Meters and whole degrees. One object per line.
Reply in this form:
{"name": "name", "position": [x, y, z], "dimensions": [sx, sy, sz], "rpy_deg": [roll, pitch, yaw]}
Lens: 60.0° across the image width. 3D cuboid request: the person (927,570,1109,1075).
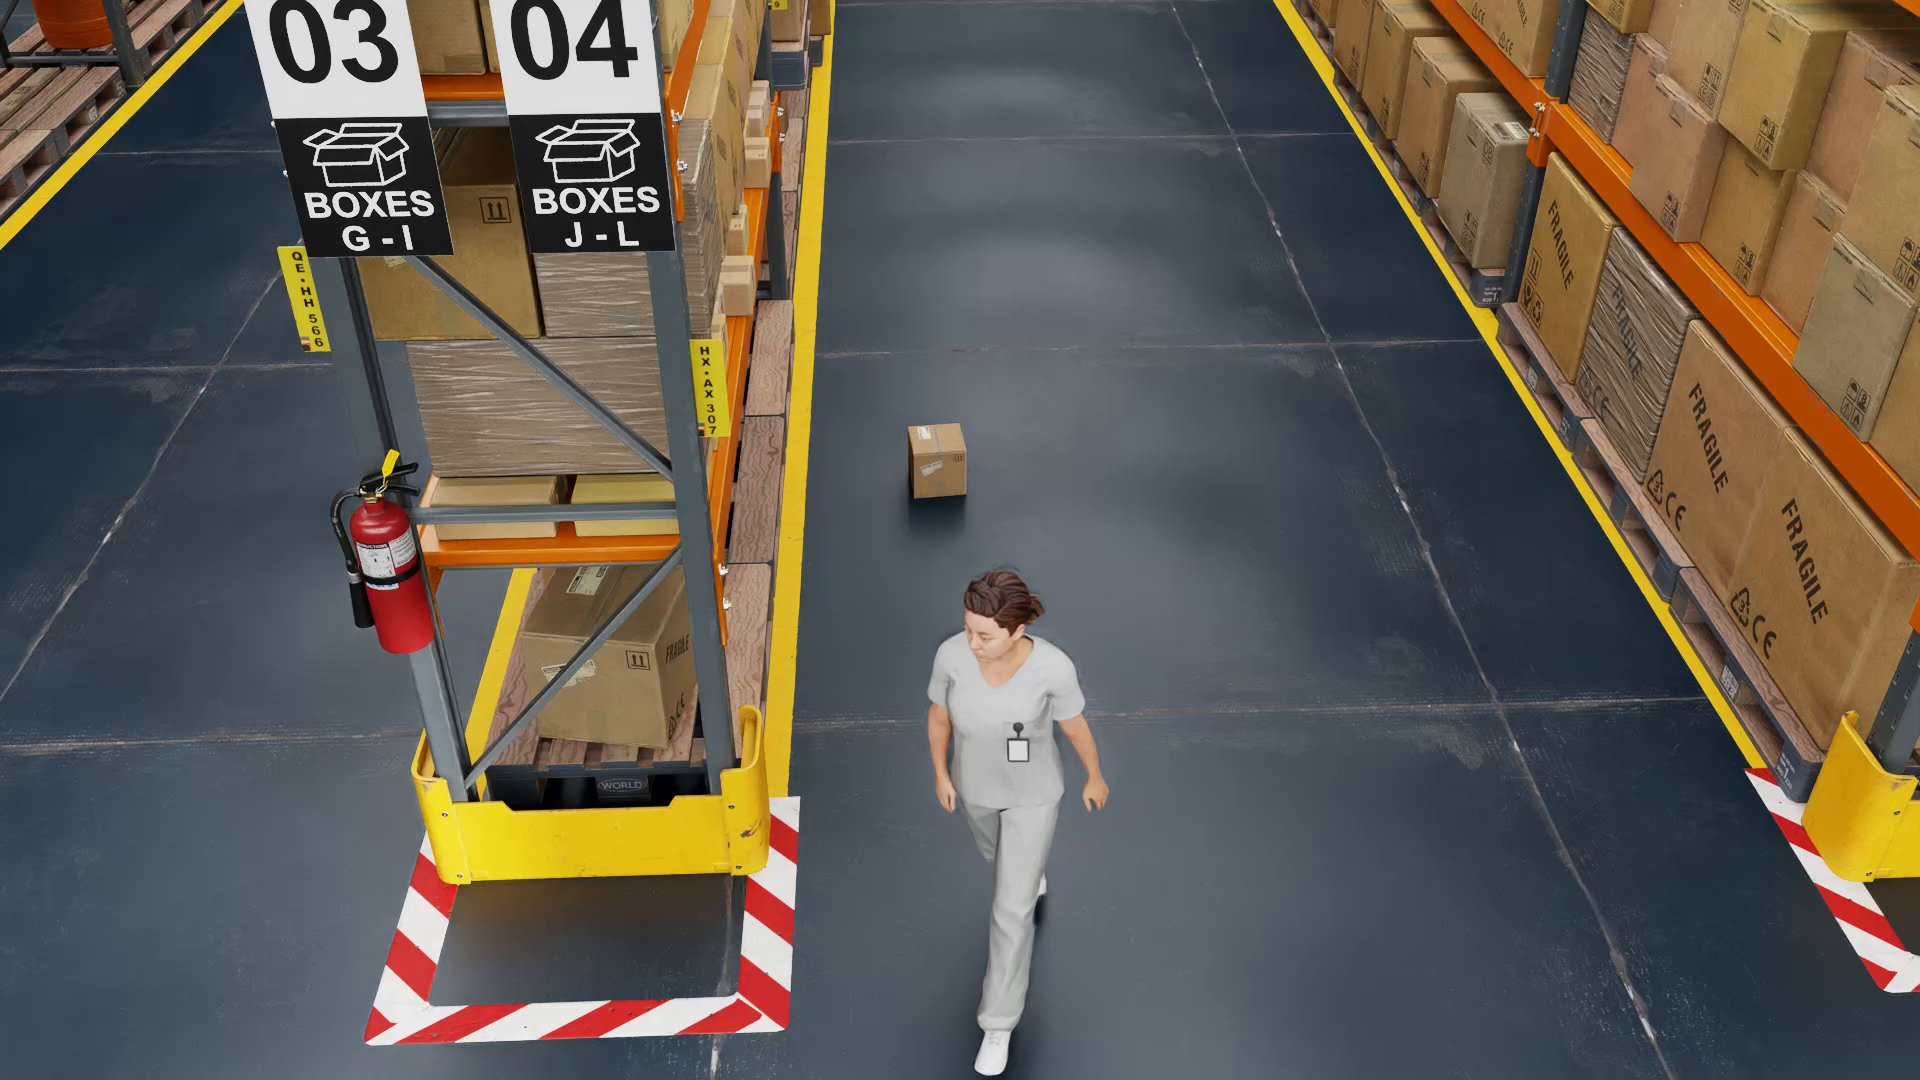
{"name": "person", "position": [0.162, 0.750, 5.108], "dimensions": [0.545, 1.620, 1.028], "rpy_deg": [12, 37, 16]}
